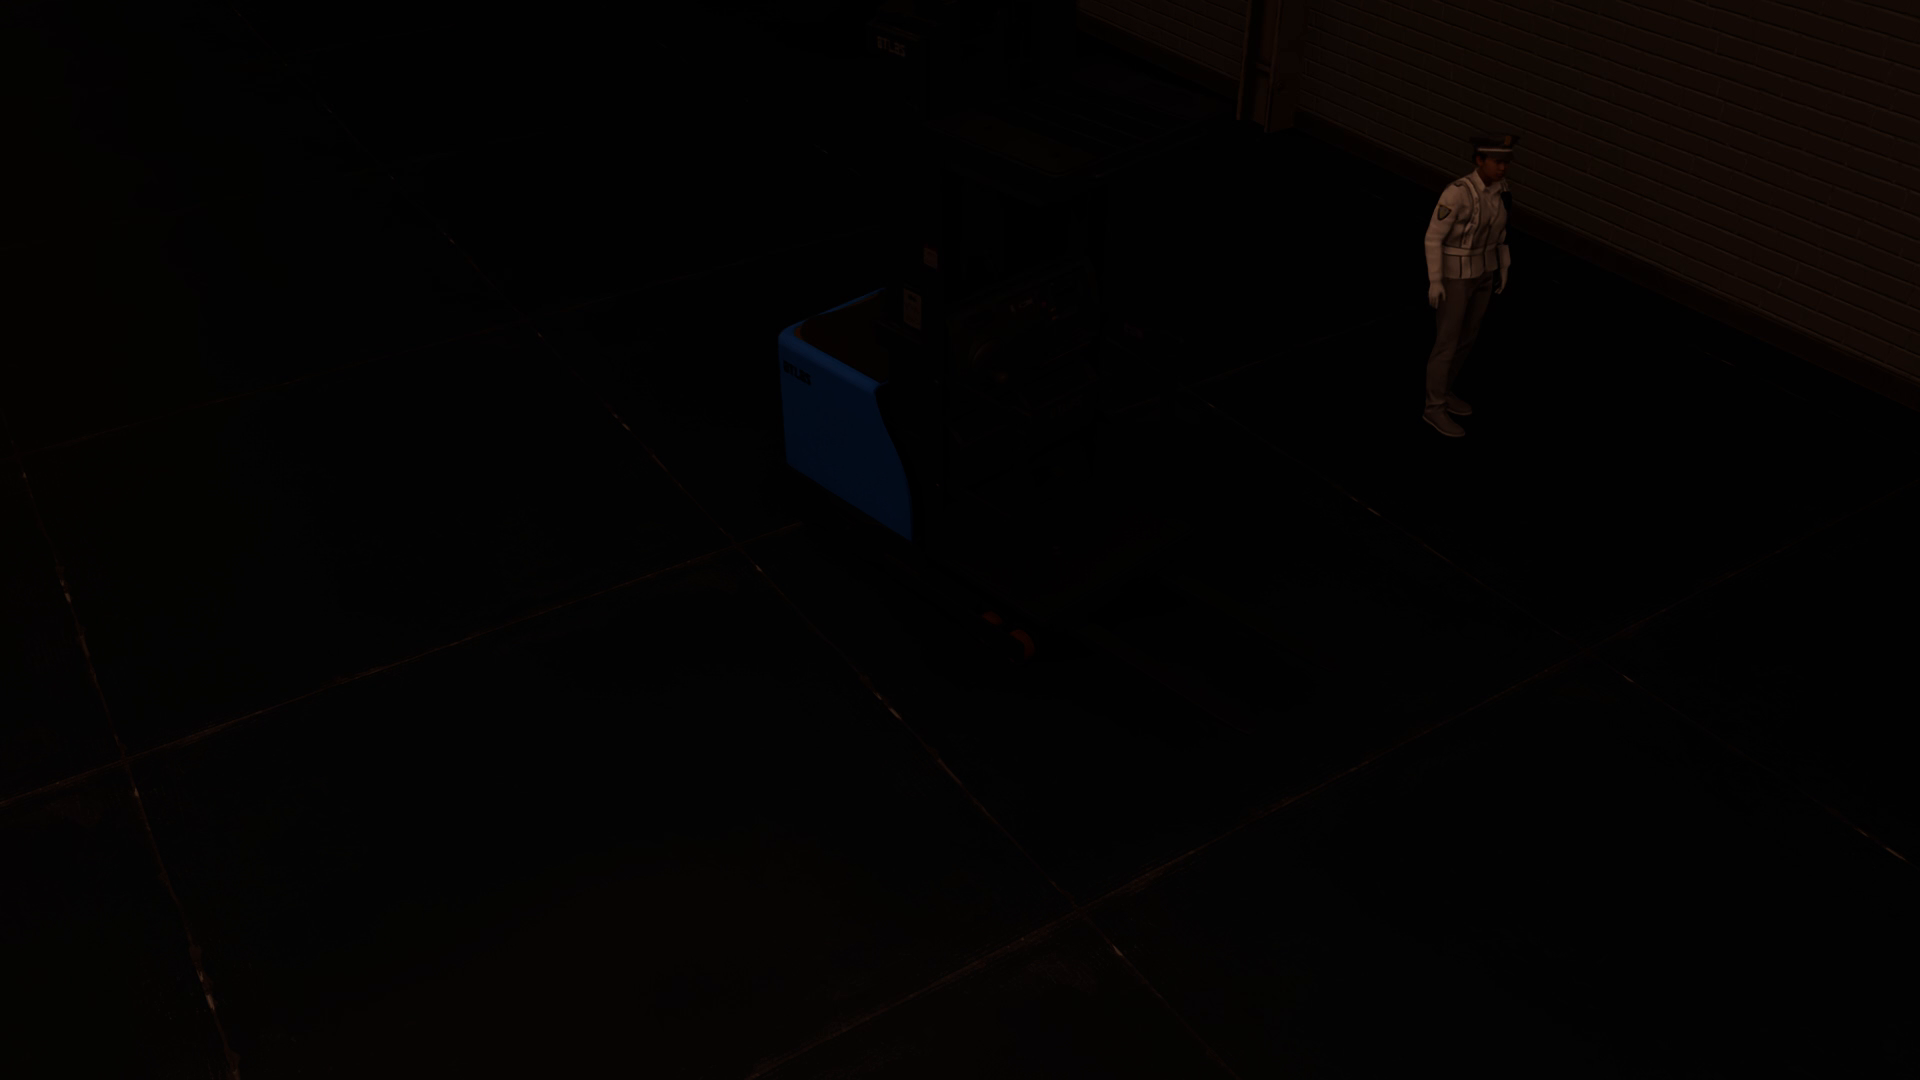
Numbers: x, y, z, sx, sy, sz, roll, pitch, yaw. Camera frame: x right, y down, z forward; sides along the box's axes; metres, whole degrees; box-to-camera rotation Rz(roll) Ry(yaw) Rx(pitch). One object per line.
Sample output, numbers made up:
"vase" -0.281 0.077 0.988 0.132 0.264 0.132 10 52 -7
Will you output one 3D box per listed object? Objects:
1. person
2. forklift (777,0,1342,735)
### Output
"person" 2.888 -1.441 9.280 0.619 1.691 0.487 -22 41 -28
"forklift" 0.444 -0.946 7.495 1.130 2.935 3.031 -29 44 -34
